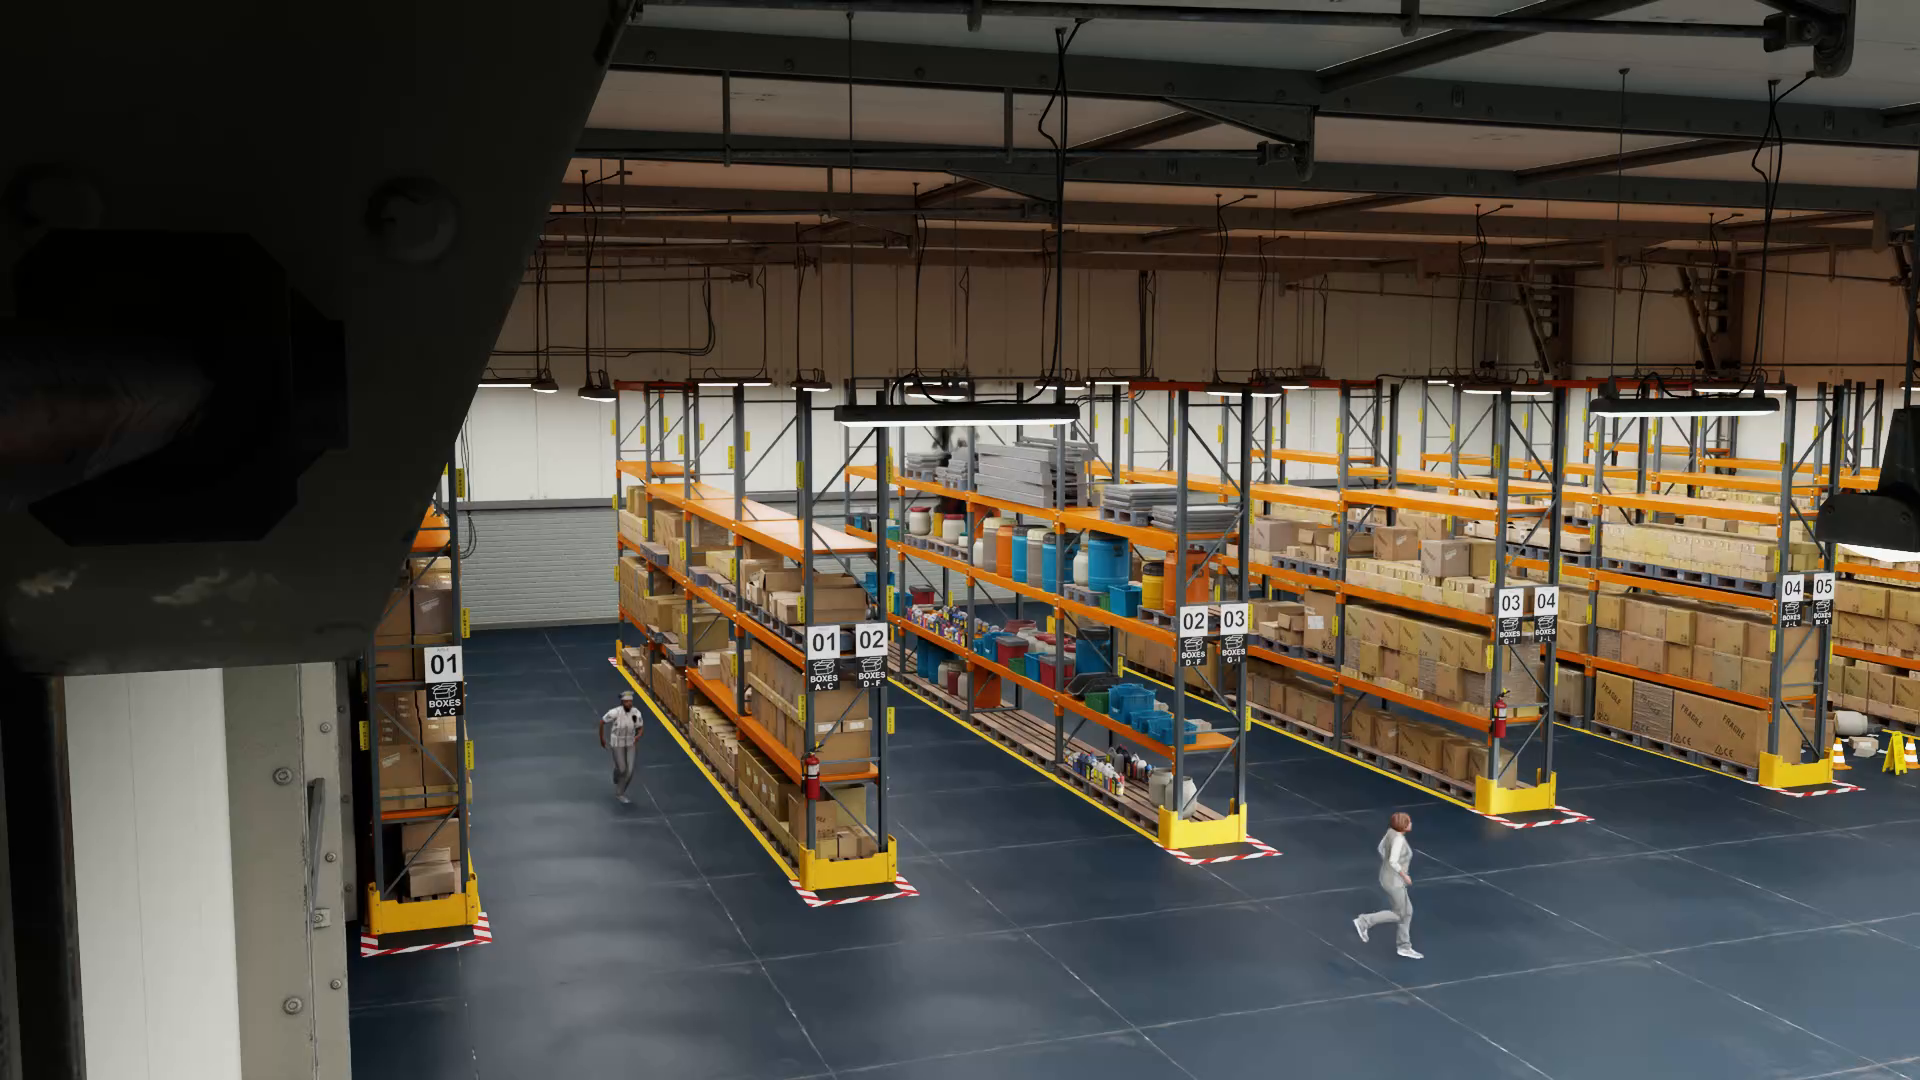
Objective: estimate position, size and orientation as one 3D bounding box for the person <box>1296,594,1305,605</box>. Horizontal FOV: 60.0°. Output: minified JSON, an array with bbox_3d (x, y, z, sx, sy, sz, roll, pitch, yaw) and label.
[{"bbox_3d":[8.541,1.146,41.103,0.477,1.547,0.621,6,8,44],"label":"person"}]

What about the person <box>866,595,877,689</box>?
[{"bbox_3d":[-1.747,1.860,31.181,0.645,1.745,0.835,-2,6,-18],"label":"person"}]

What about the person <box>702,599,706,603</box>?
[{"bbox_3d":[-5.372,1.808,36.268,0.747,1.461,0.569,5,8,37],"label":"person"}]

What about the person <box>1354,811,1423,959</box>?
[{"bbox_3d":[4.600,3.685,17.824,0.728,1.580,0.532,0,6,5],"label":"person"}]

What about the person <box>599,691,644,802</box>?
[{"bbox_3d":[-4.879,2.986,24.103,0.615,1.649,0.643,-3,7,-28],"label":"person"}]
